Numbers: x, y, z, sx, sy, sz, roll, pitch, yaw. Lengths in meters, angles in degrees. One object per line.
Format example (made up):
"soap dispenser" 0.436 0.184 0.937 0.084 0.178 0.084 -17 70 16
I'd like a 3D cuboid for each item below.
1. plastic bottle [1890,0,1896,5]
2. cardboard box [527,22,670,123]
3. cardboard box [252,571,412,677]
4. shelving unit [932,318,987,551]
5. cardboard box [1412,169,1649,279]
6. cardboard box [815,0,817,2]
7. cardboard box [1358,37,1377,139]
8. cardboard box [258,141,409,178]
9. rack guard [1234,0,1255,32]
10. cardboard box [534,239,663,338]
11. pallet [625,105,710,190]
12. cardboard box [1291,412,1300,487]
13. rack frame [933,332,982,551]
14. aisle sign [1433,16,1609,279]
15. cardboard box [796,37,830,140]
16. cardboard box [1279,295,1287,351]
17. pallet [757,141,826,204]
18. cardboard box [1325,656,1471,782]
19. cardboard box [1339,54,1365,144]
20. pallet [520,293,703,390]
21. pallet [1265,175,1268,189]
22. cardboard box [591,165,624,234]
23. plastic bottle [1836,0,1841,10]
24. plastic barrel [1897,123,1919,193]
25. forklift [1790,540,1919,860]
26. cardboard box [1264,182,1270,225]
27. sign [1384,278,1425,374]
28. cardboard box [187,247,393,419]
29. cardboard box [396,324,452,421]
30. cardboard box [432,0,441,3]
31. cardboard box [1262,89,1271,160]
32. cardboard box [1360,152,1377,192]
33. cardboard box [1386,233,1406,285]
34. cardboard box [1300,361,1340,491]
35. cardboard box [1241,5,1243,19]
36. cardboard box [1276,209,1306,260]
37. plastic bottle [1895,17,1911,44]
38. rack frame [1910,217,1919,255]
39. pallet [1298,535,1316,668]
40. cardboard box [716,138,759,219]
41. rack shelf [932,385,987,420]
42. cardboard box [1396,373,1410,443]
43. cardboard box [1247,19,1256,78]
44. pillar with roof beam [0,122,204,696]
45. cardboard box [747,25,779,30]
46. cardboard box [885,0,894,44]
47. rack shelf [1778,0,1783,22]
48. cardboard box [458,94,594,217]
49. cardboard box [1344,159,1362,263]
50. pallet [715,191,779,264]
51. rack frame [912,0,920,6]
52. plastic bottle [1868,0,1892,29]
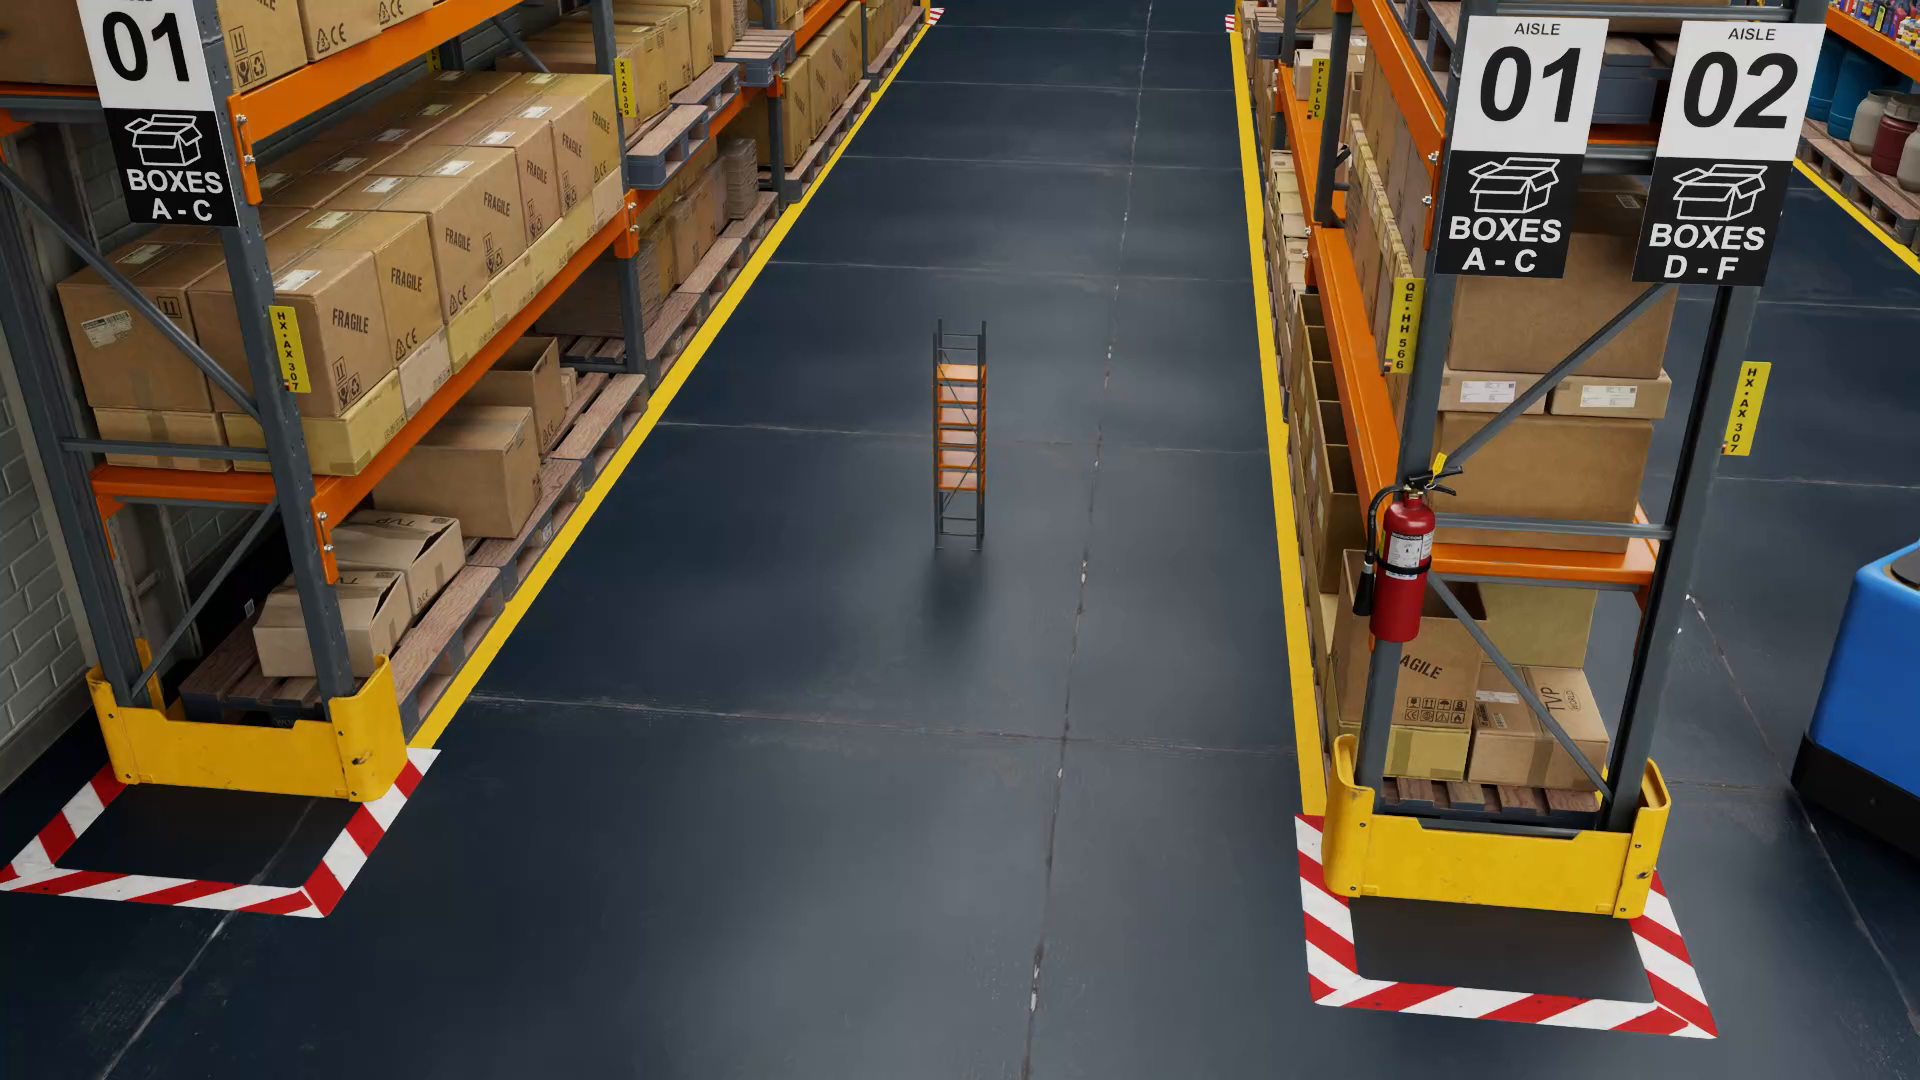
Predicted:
"plastic bottle" 7.746 -4.367 13.816 0.061 0.283 0.133 3 28 6
"cardboard box" -2.271 -2.950 10.493 0.700 0.500 0.500 6 29 11
"cardboard box" -2.759 0.341 7.326 0.500 0.311 0.500 0 28 0
"shelving unit" -0.002 -0.521 8.453 0.258 1.200 0.189 3 28 6
"cardboard box" 2.120 -1.150 6.248 0.700 0.500 0.500 3 28 5
"cardboard box" -1.466 -4.980 15.075 0.380 0.149 0.250 4 29 8
"cardboard box" 2.426 -2.331 8.442 0.700 0.500 0.500 3 29 6
"cardboard box" -2.894 -1.553 7.816 0.500 0.500 0.500 4 29 7
"rack guard" 3.935 -6.438 20.173 1.175 0.500 0.348 3 28 6
"cardboard box" -2.369 -1.652 10.826 0.700 0.500 0.500 4 29 8
"pallet" -2.205 -2.478 10.390 1.003 0.211 1.213 3 28 6
"cardboard box" 2.050 -0.464 8.905 0.500 0.250 0.500 3 28 6
"rack frame" -0.013 -0.478 8.373 0.240 1.200 0.006 3 28 6
"aisle sign" 1.685 -1.173 5.024 0.394 0.787 0.004 3 28 6
"cardboard box" -1.618 -4.083 14.991 0.750 0.750 0.750 3 28 6
"cardboard box" 2.301 -1.350 10.549 0.500 0.250 0.500 3 28 5
"pallet" -1.781 -3.234 14.530 1.003 0.211 1.213 3 28 6
"cardboard box" 1.757 0.713 6.719 0.500 0.250 0.500 3 28 6
"cardboard box" 2.710 -2.814 10.705 0.500 0.500 0.500 3 28 6
"pallet" -2.349 -1.351 11.034 1.003 0.211 1.213 3 28 6
"pallet" 3.093 -2.930 13.966 1.003 0.211 1.213 3 28 6
"cardboard box" -2.200 -1.914 9.277 0.500 0.250 0.500 3 29 6
"plastic bottle" 7.825 -4.802 14.709 0.097 0.201 0.097 0 28 0
"plastic barrel" 7.903 -3.111 13.542 0.421 0.512 0.421 0 28 0
"forklift" 4.890 -0.426 6.450 3.031 2.935 1.130 -17 33 -29
"cardboard box" 2.609 -2.553 12.783 0.500 0.250 0.500 3 28 6
"sign" 1.447 -0.695 5.406 0.100 0.325 0.005 3 28 6
"cardboard box" -2.576 -0.809 6.435 0.500 0.500 0.500 3 28 6
"cardboard box" -2.508 -0.728 7.076 0.500 0.250 0.500 2 28 5
"cardboard box" -2.438 -2.594 7.113 0.500 0.500 0.500 5 29 9
"cardboard box" 2.910 -3.599 14.440 0.500 0.500 0.500 2 28 4
"cardboard box" 2.158 -1.777 8.096 0.380 0.149 0.250 3 28 6
"cardboard box" 1.999 -1.173 6.975 0.380 0.149 0.250 4 29 8
"cardboard box" 1.984 -0.559 8.291 0.500 0.500 0.500 3 28 6
"cardboard box" 3.522 -6.226 19.667 0.380 0.166 0.250 3 28 6
"cardboard box" 2.426 -2.070 11.295 0.500 0.311 0.500 3 28 6
"plastic bottle" 7.650 -4.129 13.461 0.097 0.201 0.097 0 28 0
"rack frame" 7.880 -3.519 12.119 1.000 3.000 0.127 3 28 6
"pallet" 2.188 0.250 8.063 1.003 0.211 1.213 3 28 6
"cardboard box" -1.989 -2.846 13.041 0.700 0.500 0.500 4 29 7
"rack shelf" -0.002 -0.694 8.360 0.258 0.103 0.180 3 28 6
"cardboard box" 2.114 -0.553 6.509 0.700 0.500 0.500 4 29 8
"cardboard box" 3.243 -5.069 17.168 0.500 0.500 0.500 3 28 6
"pillar with roof beam" 0.567 -3.099 5.015 9.100 9.000 0.400 3 28 6
"cardboard box" -1.682 -4.134 13.505 0.380 0.149 0.250 3 28 5
"cardboard box" -1.139 -5.886 18.705 0.700 0.500 0.500 4 29 7
"rack shelf" 8.615 -6.026 17.532 1.077 0.370 4.000 3 28 6
"cardboard box" -2.249 -2.009 8.662 0.500 0.500 0.500 3 28 6
"cardboard box" 2.426 -1.760 8.749 0.700 0.500 0.500 3 28 5
"pallet" -2.050 -2.499 13.166 1.003 0.211 1.213 3 28 6
"rack frame" -0.972 -7.860 20.177 1.000 3.000 0.127 3 28 6
"plastic bottle" 7.746 -4.473 13.941 0.144 0.351 0.185 3 28 6
